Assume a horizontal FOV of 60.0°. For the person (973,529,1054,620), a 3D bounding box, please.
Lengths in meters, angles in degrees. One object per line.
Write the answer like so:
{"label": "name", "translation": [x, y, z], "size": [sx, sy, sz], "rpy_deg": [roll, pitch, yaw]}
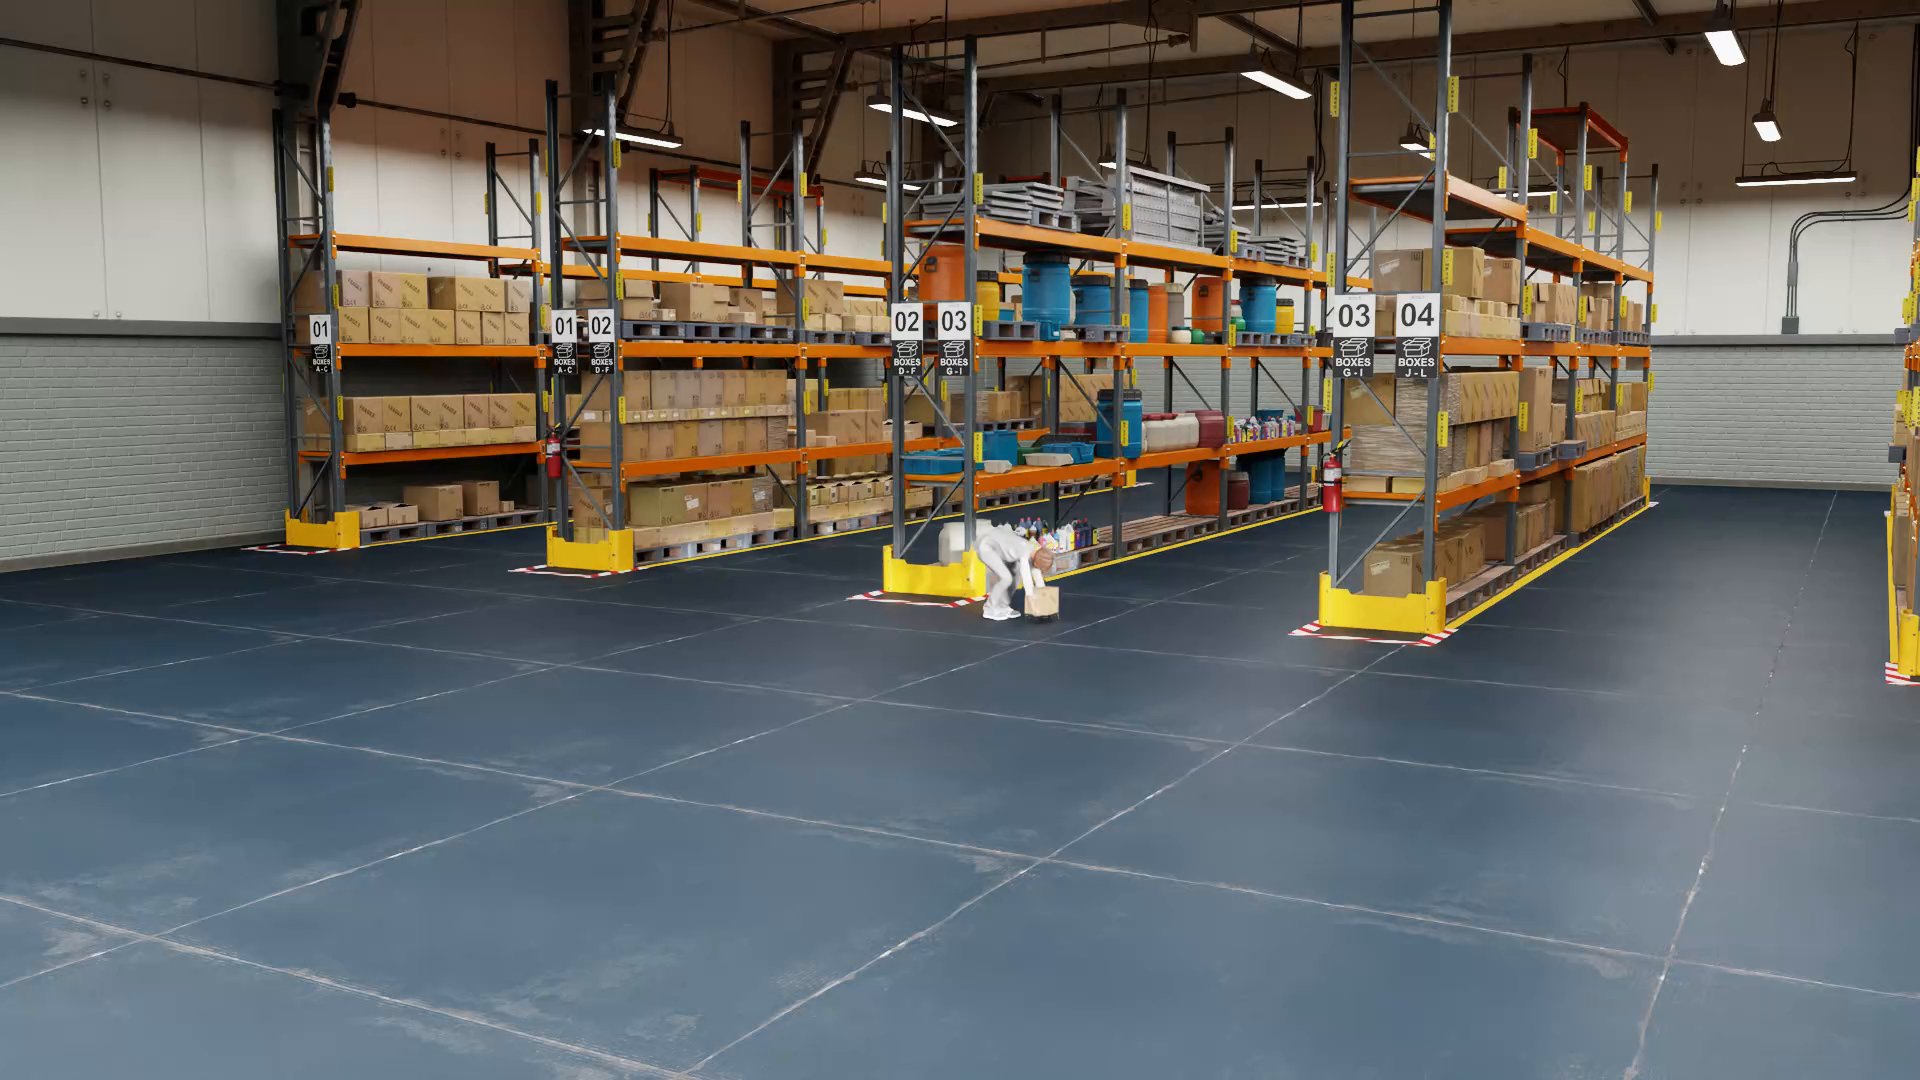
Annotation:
{"label": "person", "translation": [0.542, 0.347, 16.598], "size": [0.856, 0.898, 0.414], "rpy_deg": [3, 7, 26]}
